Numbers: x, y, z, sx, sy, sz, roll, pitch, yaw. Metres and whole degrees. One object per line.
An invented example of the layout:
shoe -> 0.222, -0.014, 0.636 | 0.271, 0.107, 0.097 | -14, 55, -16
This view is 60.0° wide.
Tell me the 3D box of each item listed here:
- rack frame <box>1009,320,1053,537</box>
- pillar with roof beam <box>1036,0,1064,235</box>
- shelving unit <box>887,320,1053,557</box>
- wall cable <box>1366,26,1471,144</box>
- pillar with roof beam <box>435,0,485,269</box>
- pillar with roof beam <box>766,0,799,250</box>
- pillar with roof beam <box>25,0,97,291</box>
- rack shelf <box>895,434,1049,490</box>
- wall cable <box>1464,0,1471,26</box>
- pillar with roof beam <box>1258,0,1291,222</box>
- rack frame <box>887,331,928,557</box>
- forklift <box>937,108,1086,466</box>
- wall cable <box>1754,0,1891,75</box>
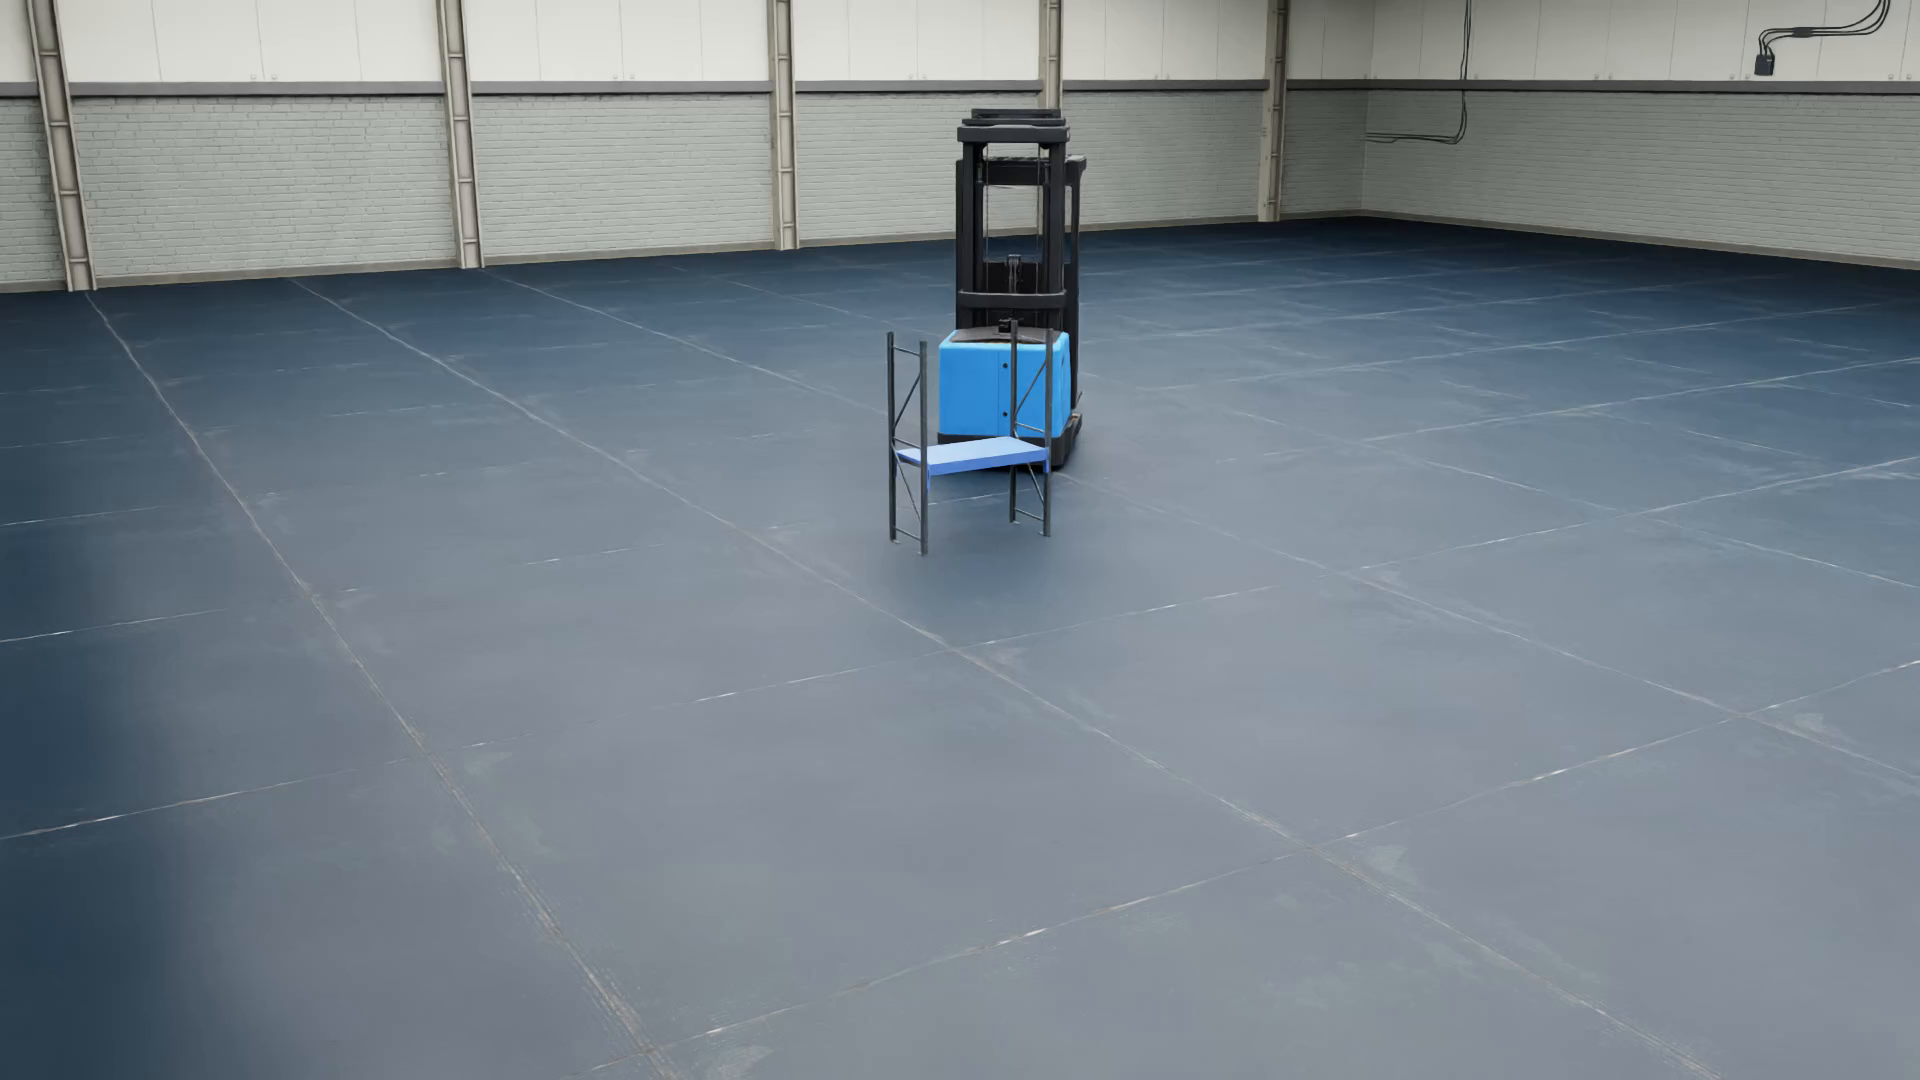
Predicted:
rack frame -> 0.509, -0.805, 12.002 | 0.032, 1.500, 0.500 | -9, 18, -30
pillar with roof beam -> 4.056, -9.718, 29.905 | 0.400, 9.000, 9.100 | -9, 18, -30
shelving unit -> 0.073, -0.734, 11.750 | 1.048, 1.500, 0.538 | -9, 18, -30
wall cable -> 10.188, -10.156, 37.222 | 0.112, 2.526, 3.097 | -9, 18, -30
pillar with roof beam -> -6.230, -8.050, 23.954 | 0.400, 9.000, 9.100 | -9, 18, -30
pillar with roof beam -> -1.087, -8.884, 26.930 | 0.400, 9.000, 9.100 | -9, 18, -30
pillar with roof beam -> -11.374, -7.216, 20.979 | 0.400, 9.000, 9.100 | -9, 18, -30
rack shelf -> 0.073, -0.561, 11.798 | 1.000, 0.185, 0.538 | -9, 18, -30
wall cable -> 11.581, -11.962, 34.307 | 0.112, 2.526, 3.097 | -9, 18, -30
pillar with roof beam -> 9.199, -10.552, 32.880 | 0.400, 9.000, 9.100 | -9, 18, -30
rack frame -> -0.363, -0.663, 11.498 | 0.032, 1.500, 0.500 | -9, 18, -30
forklift -> 0.541, -2.380, 14.971 | 1.130, 2.935, 3.031 | 2, 16, 8
wall cable -> 15.064, -11.090, 28.500 | 0.169, 6.003, 2.305 | -9, 18, -30
